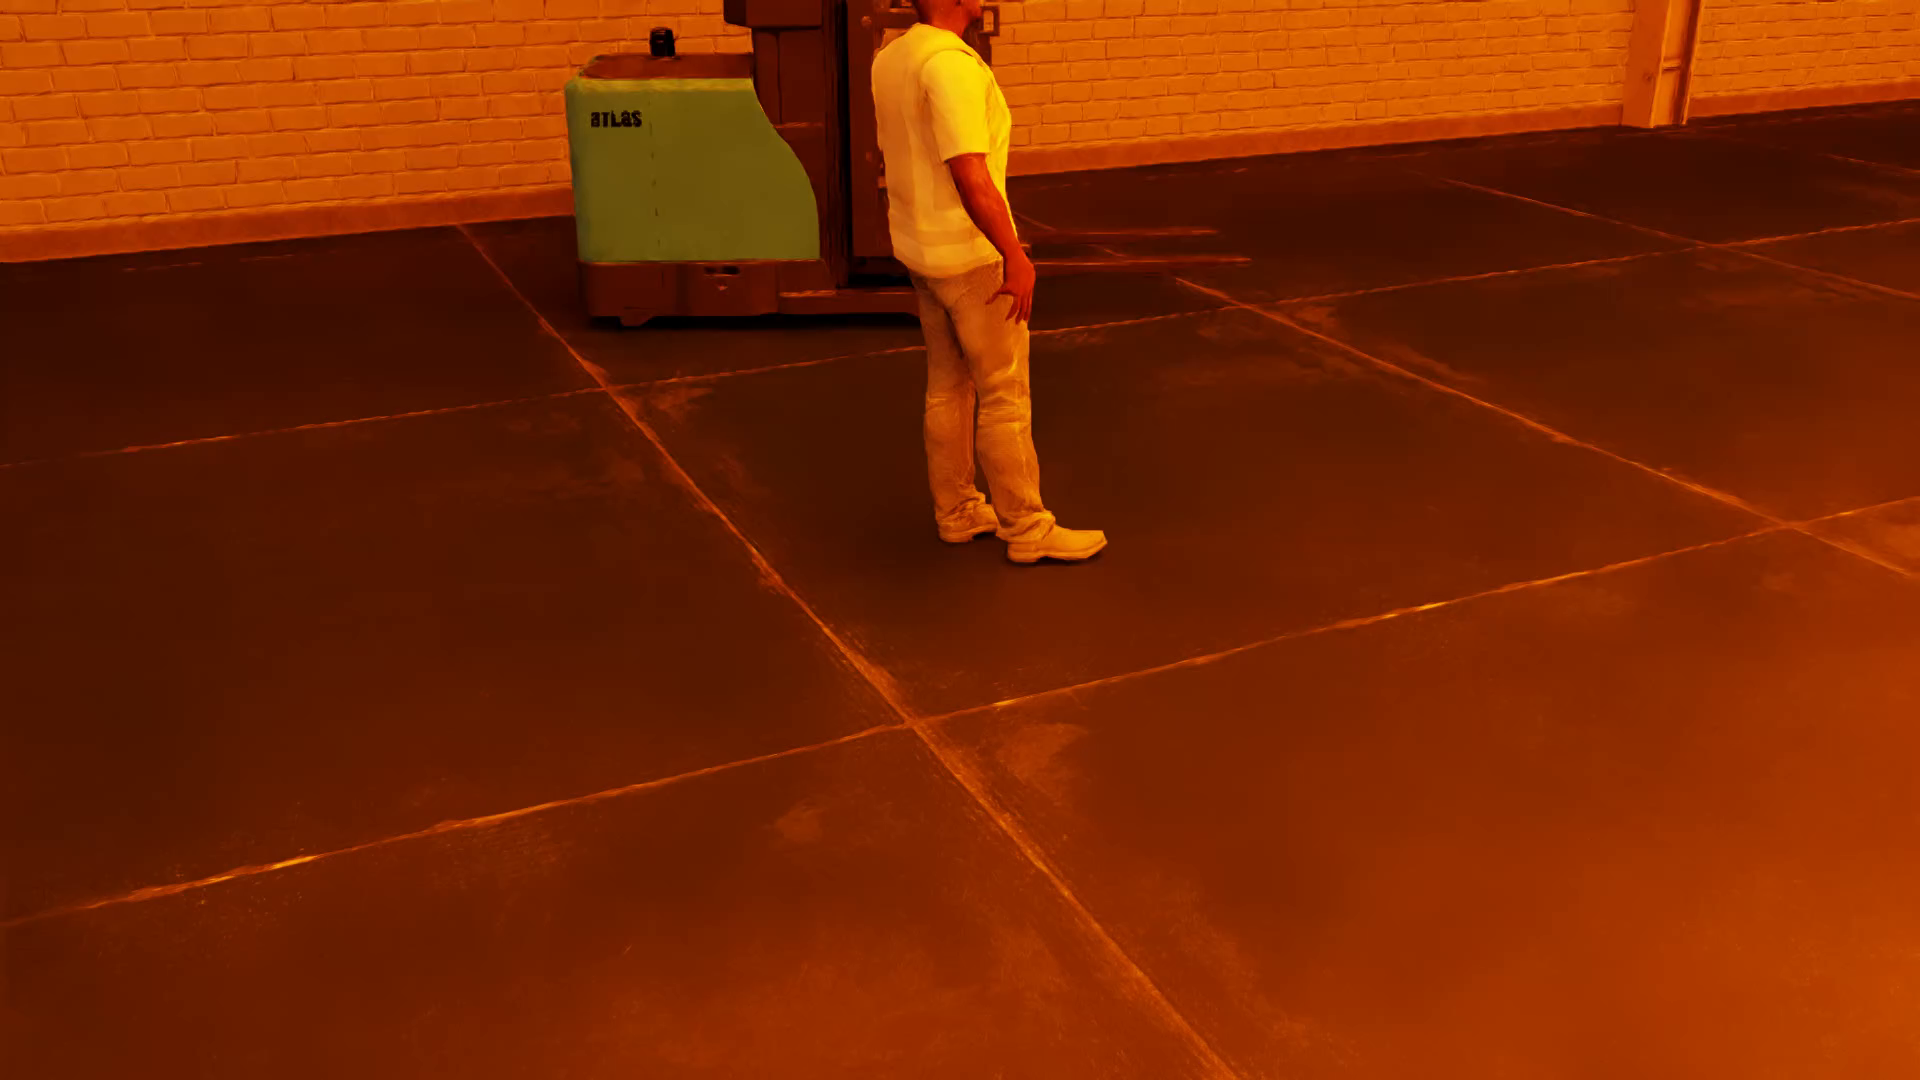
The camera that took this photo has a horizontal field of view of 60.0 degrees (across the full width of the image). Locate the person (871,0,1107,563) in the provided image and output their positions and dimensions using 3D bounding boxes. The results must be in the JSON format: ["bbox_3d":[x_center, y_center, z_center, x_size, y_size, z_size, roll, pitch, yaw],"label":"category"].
[{"bbox_3d":[0.065,-0.832,4.788,0.576,1.766,0.665,-10,25,-23],"label":"person"}]

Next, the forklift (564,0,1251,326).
[{"bbox_3d":[-0.205,-2.508,7.323,3.031,2.935,1.130,-2,23,-5],"label":"forklift"}]
